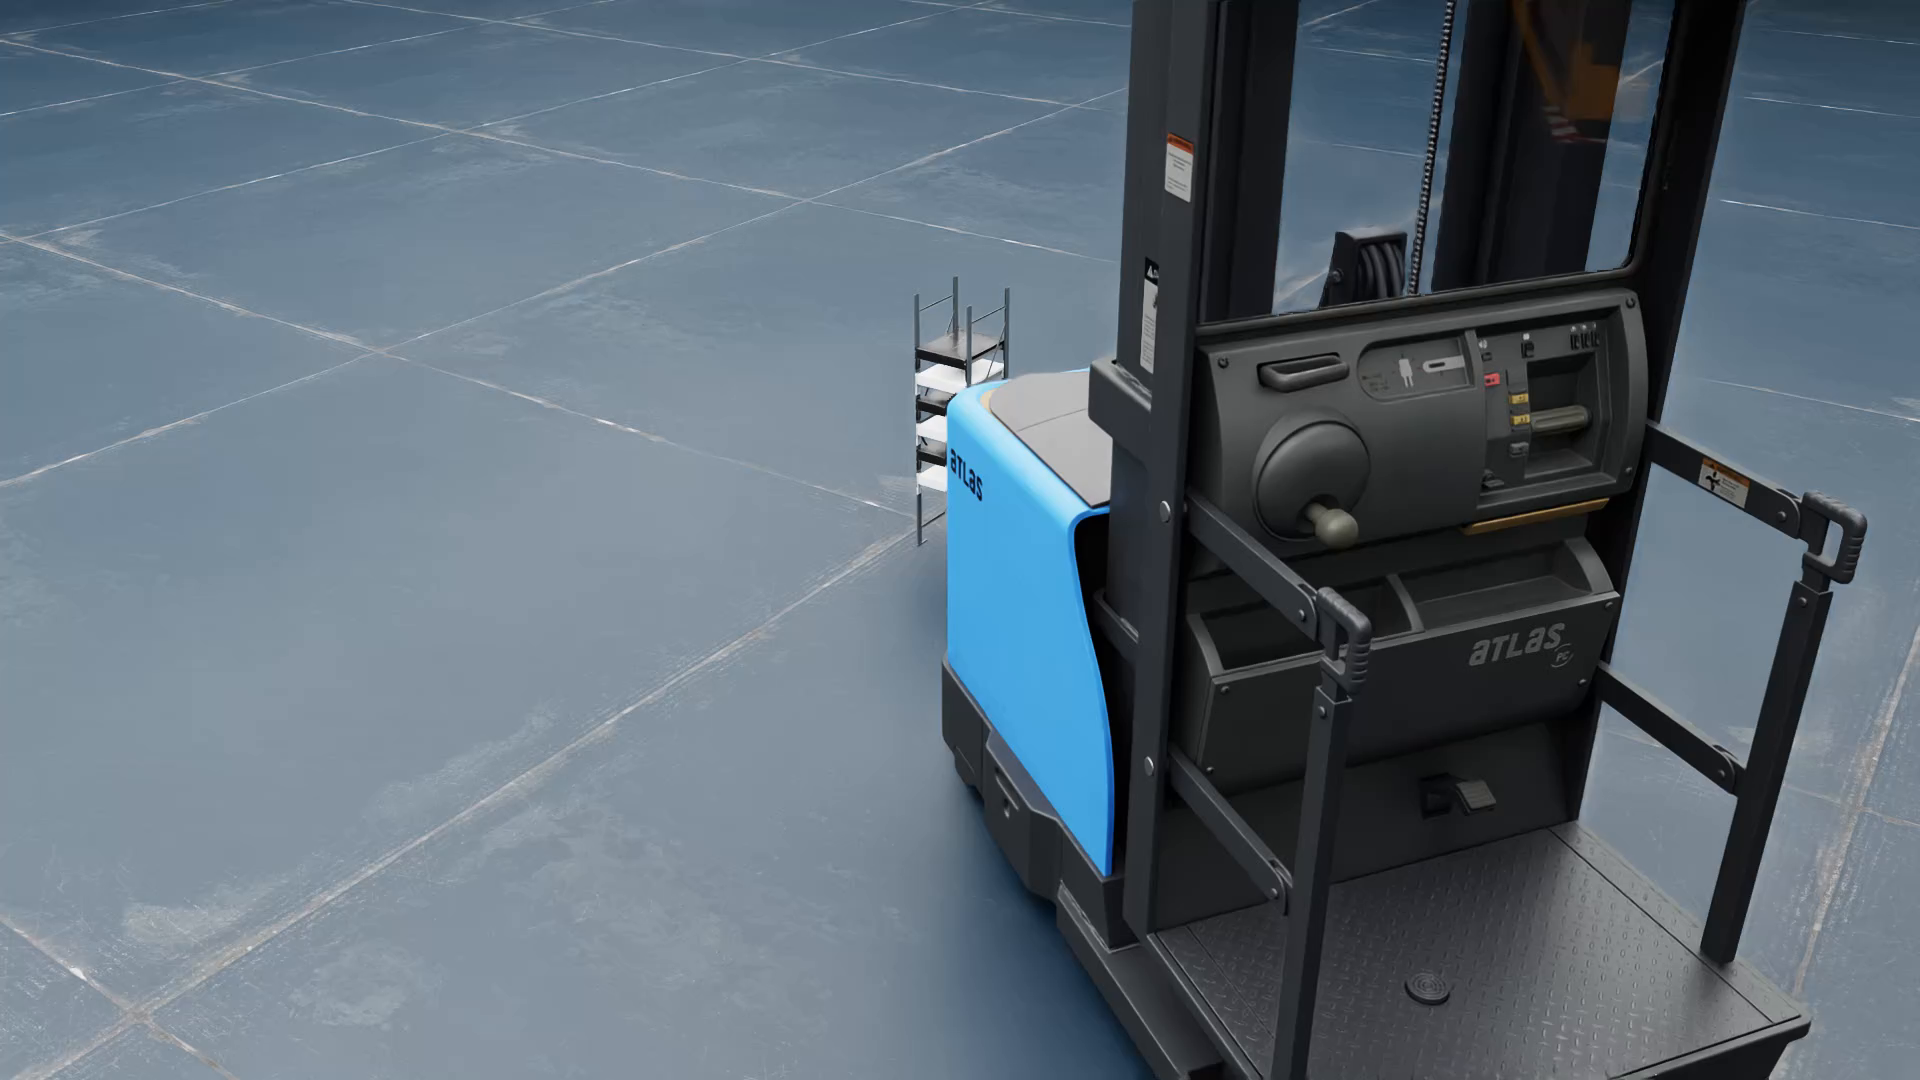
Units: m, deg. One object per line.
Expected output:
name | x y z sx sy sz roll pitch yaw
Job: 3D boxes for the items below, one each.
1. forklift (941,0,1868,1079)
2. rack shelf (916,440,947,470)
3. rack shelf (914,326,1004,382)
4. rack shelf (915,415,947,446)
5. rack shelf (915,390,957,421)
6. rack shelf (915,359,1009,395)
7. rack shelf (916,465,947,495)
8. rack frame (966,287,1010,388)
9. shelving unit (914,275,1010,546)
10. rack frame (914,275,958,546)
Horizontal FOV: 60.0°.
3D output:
forklift | 0.955 -0.187 2.885 1.130 2.935 3.031 -10 29 -19
rack shelf | 0.007 -0.289 5.598 0.200 0.077 0.258 17 32 30
rack shelf | 0.007 -0.610 5.434 0.200 0.077 0.258 17 32 30
rack shelf | 0.007 -0.369 5.557 0.200 0.077 0.258 17 32 30
rack shelf | 0.007 -0.449 5.516 0.200 0.077 0.258 17 32 30
rack shelf | 0.007 -0.530 5.475 0.200 0.077 0.258 17 32 30
rack shelf | 0.007 -0.209 5.639 0.200 0.077 0.258 17 32 30
rack frame | 0.090 -0.373 5.490 0.006 0.900 0.240 17 32 30
shelving unit | 0.007 -0.399 5.542 0.210 0.900 0.258 17 32 30
rack frame | -0.077 -0.425 5.593 0.006 0.900 0.240 17 32 30
